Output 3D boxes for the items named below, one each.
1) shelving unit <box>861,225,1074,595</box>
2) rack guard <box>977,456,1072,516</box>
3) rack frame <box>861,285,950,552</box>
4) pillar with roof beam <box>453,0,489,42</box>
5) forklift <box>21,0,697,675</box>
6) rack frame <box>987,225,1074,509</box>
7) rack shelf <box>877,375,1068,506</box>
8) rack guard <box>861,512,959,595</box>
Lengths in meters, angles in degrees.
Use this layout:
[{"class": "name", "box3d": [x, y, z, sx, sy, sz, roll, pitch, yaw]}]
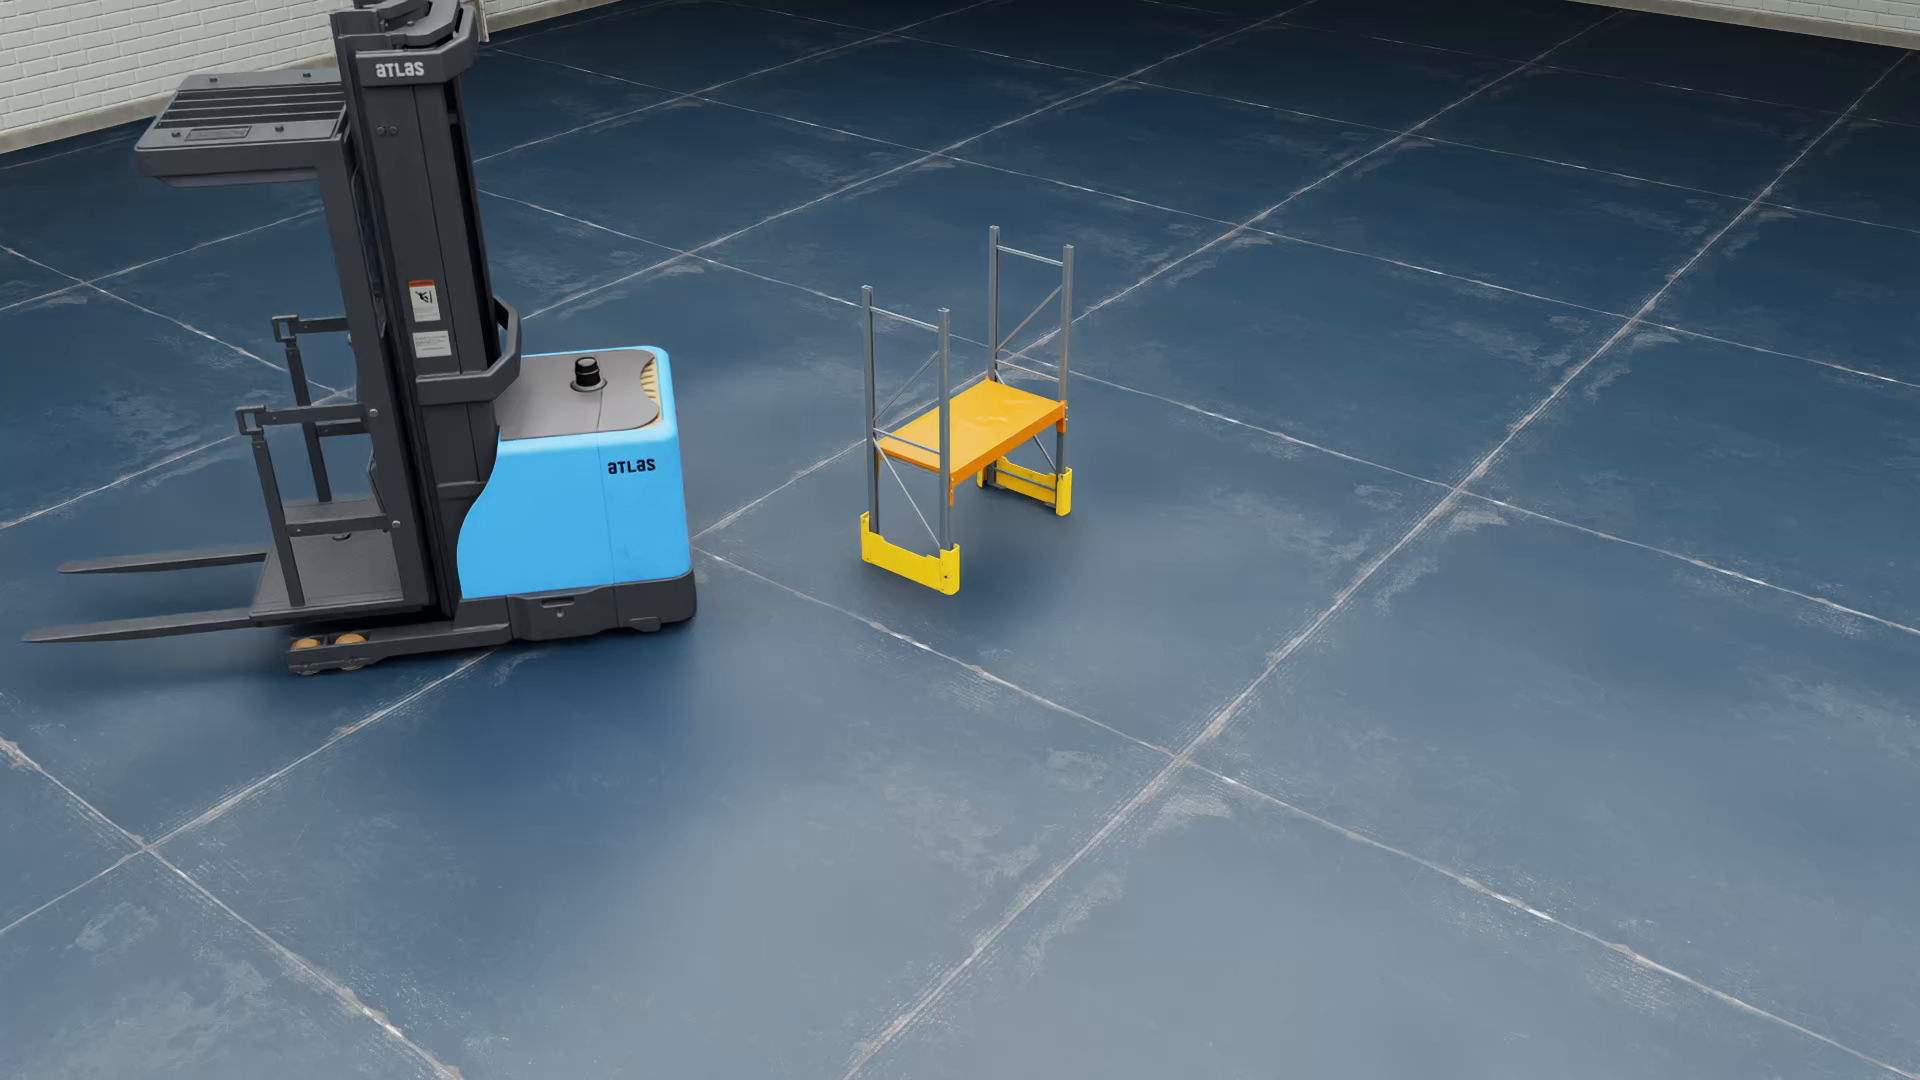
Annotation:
[{"class": "shelving unit", "box3d": [0.046, -0.676, 8.420, 0.587, 1.500, 1.083, 21, 37, 31]}, {"class": "rack guard", "box3d": [0.347, -0.341, 9.080, 0.587, 0.250, 0.087, 21, 37, 31]}, {"class": "rack frame", "box3d": [-0.255, -0.473, 8.077, 0.500, 1.500, 0.032, 21, 37, 31]}, {"class": "pillar with roof beam", "box3d": [-1.823, -7.836, 13.146, 9.100, 9.000, 0.400, 21, 37, 31]}, {"class": "forklift", "box3d": [-2.841, -0.931, 7.445, 3.031, 2.935, 1.130, -6, 31, -10]}, {"class": "rack frame", "box3d": [0.358, -0.887, 8.775, 0.500, 1.500, 0.032, 21, 37, 31]}, {"class": "rack shelf", "box3d": [0.052, -0.525, 8.518, 0.538, 0.185, 1.000, 21, 37, 31]}, {"class": "rack guard", "box3d": [-0.255, 0.064, 8.397, 0.587, 0.250, 0.087, 21, 37, 31]}]
